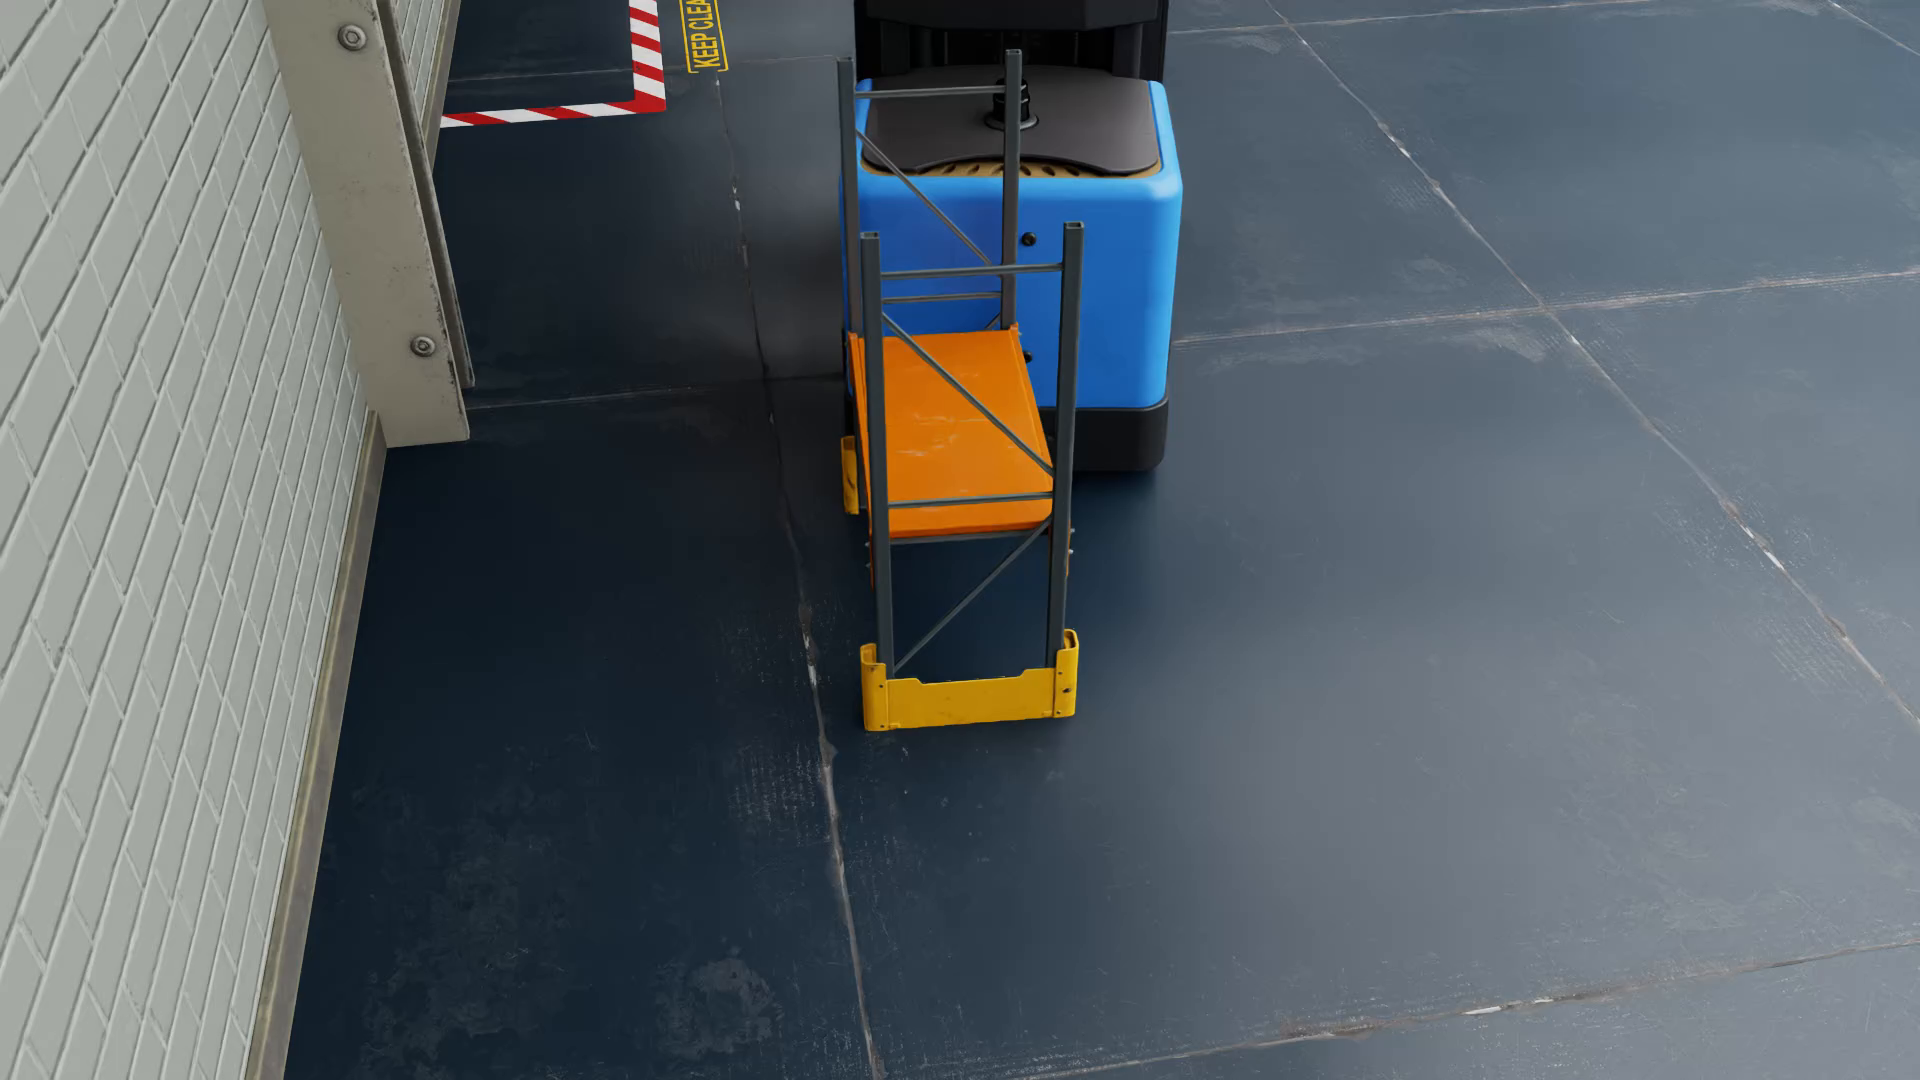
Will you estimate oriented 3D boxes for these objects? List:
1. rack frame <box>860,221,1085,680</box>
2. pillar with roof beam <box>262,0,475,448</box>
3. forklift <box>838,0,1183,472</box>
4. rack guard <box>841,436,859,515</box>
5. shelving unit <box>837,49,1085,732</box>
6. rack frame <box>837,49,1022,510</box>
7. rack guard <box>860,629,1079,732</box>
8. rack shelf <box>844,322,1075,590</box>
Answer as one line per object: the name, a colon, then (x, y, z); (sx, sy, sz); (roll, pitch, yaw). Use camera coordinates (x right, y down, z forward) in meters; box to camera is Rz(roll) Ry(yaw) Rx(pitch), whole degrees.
rack frame: (0.028, -0.096, 4.152); (0.500, 1.500, 0.032); (-4, 38, -5)
pillar with roof beam: (2.370, -4.463, 3.660); (9.100, 9.000, 0.400); (-6, 38, -8)
forklift: (0.182, -2.257, 5.766); (1.130, 2.935, 3.031); (1, 38, 1)
rack guard: (-0.082, -0.222, 5.332); (0.587, 0.250, 0.087); (-4, 38, -5)
shelving unit: (-0.028, -0.412, 4.558); (0.587, 1.500, 1.083); (-4, 38, -5)
rack frame: (-0.082, -0.716, 4.950); (0.500, 1.500, 0.032); (-4, 38, -5)
rack guard: (0.026, 0.385, 4.550); (0.587, 0.250, 0.087); (-4, 38, -5)
rack shelf: (-0.027, -0.264, 4.661); (0.538, 0.185, 1.000); (-4, 38, -5)
